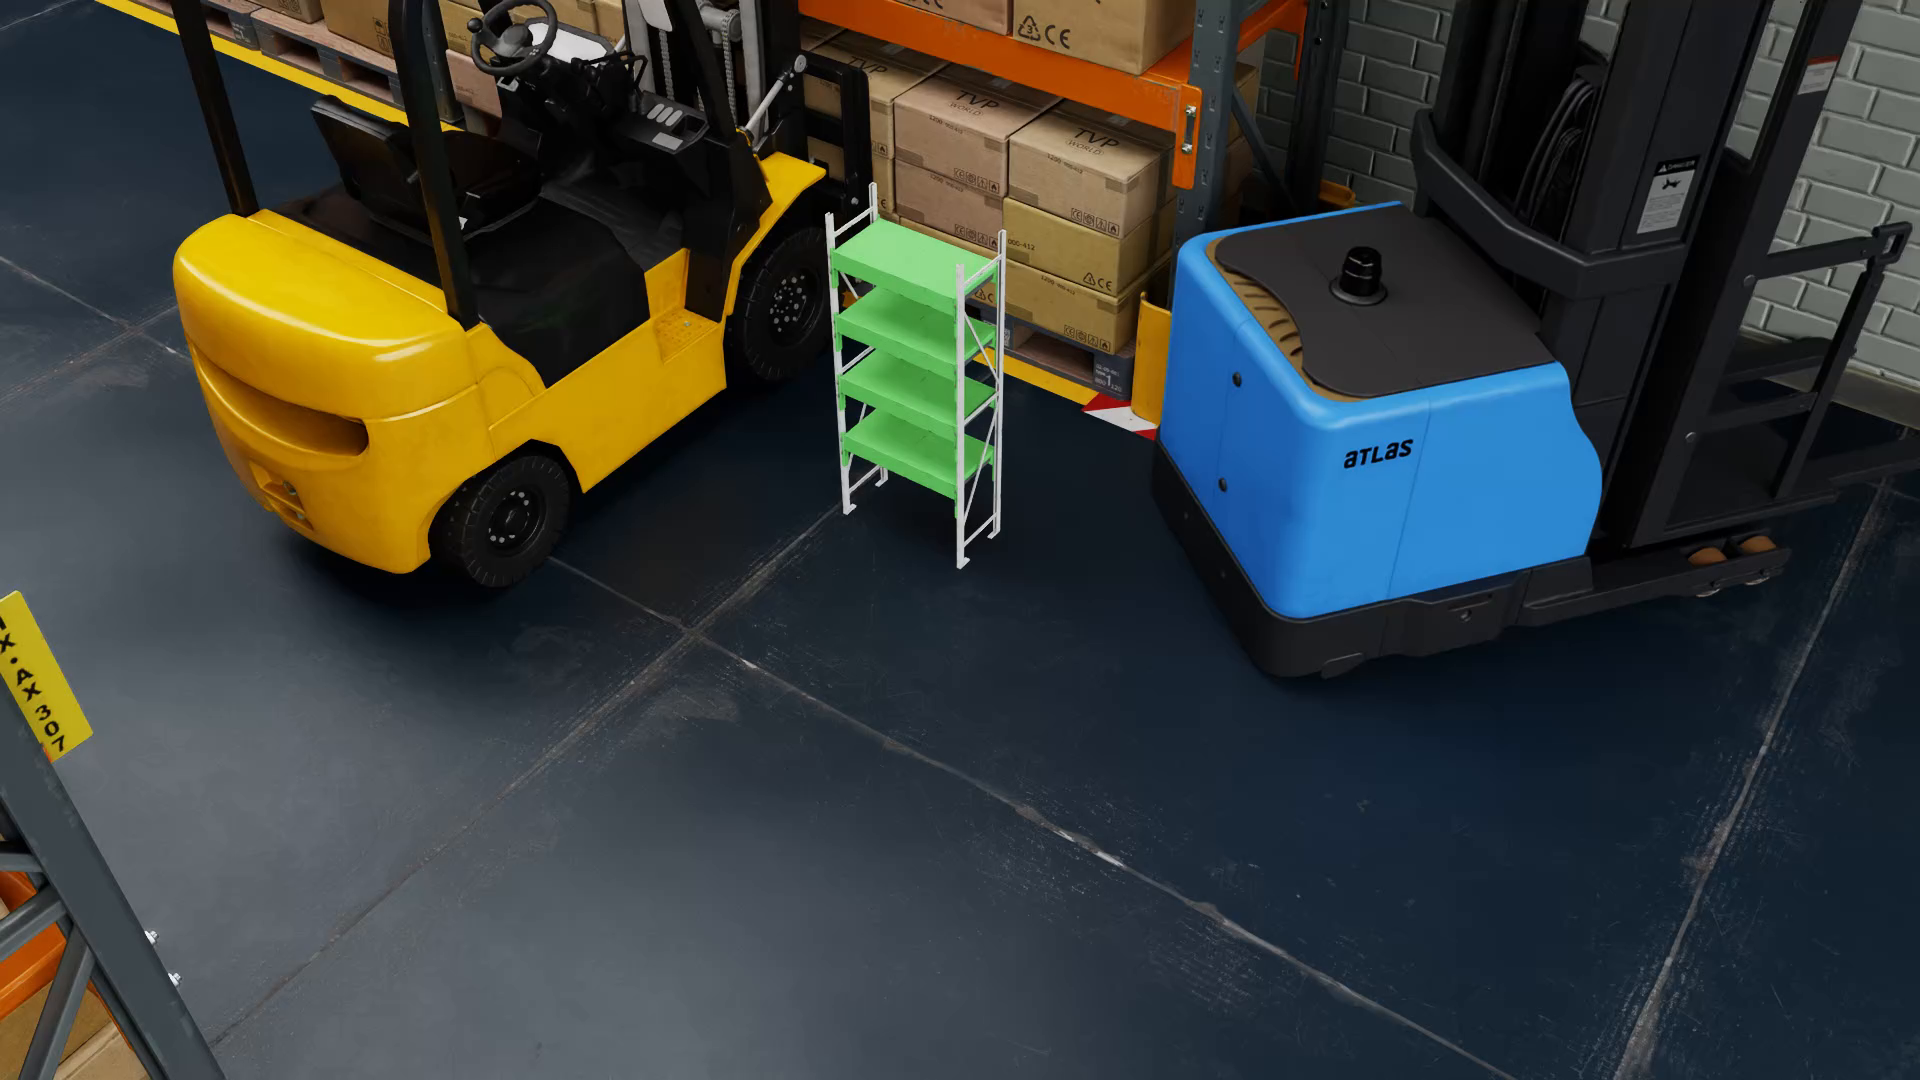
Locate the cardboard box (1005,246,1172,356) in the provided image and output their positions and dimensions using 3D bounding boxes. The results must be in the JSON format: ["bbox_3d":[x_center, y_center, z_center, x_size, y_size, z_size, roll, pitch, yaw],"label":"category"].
[{"bbox_3d":[0.512,-1.007,6.373,0.500,0.250,0.500,25,48,26],"label":"cardboard box"}]

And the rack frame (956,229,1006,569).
[{"bbox_3d":[0.064,-0.417,5.316,0.015,1.200,0.240,25,48,25],"label":"rack frame"}]

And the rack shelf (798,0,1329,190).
[{"bbox_3d":[-0.559,-2.366,6.684,4.000,0.370,1.077,25,48,25],"label":"rack shelf"}]

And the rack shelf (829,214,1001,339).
[{"bbox_3d":[-0.136,-0.821,5.143,0.480,0.148,0.258,25,48,25],"label":"rack shelf"}]

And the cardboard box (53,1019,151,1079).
[{"bbox_3d":[-2.270,1.252,3.849,0.500,0.250,0.500,25,47,25],"label":"cardboard box"}]

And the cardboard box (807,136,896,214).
[{"bbox_3d":[-0.339,-1.586,6.645,0.500,0.250,0.500,24,47,24],"label":"cardboard box"}]

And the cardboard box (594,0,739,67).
[{"bbox_3d":[-1.154,-2.162,6.914,0.500,0.250,0.500,27,48,27],"label":"cardboard box"}]

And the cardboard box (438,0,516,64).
[{"bbox_3d":[-1.978,-2.364,7.515,0.500,0.250,0.500,25,47,25],"label":"cardboard box"}]

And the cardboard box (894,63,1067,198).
[{"bbox_3d":[0.101,-1.571,6.253,0.500,0.250,0.500,26,48,26],"label":"cardboard box"}]

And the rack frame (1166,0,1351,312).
[{"bbox_3d":[1.079,-1.868,5.588,0.127,3.000,1.000,25,48,25],"label":"rack frame"}]

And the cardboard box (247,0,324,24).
[{"bbox_3d":[-3.261,-3.166,8.505,0.625,0.625,0.875,25,47,25],"label":"cardboard box"}]

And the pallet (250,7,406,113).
[{"bbox_3d":[-2.822,-2.621,8.521,1.213,0.211,1.003,25,48,25],"label":"pallet"}]

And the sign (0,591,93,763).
[{"bbox_3d":[-1.457,0.224,2.601,0.005,0.325,0.100,25,48,25],"label":"sign"}]

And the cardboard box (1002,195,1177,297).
[{"bbox_3d":[0.501,-1.202,6.216,0.500,0.250,0.500,24,47,25],"label":"cardboard box"}]

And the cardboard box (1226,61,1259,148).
[{"bbox_3d":[0.794,-1.660,6.353,0.500,0.250,0.500,24,47,25],"label":"cardboard box"}]

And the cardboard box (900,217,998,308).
[{"bbox_3d":[0.111,-1.203,6.592,0.500,0.250,0.500,25,48,25],"label":"cardboard box"}]

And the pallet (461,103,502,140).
[{"bbox_3d":[-1.569,-2.033,7.864,1.213,0.211,1.003,25,48,25],"label":"pallet"}]

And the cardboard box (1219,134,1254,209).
[{"bbox_3d":[0.813,-1.480,6.526,0.500,0.250,0.500,26,48,26],"label":"cardboard box"}]

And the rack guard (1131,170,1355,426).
[{"bbox_3d":[1.098,-0.927,6.411,0.348,0.500,1.175,25,48,25],"label":"rack guard"}]

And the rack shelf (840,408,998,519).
[{"bbox_3d":[-0.136,-0.284,5.623,0.480,0.148,0.258,25,48,25],"label":"rack shelf"}]

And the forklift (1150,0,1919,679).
[{"bbox_3d":[2.242,-1.229,4.925,3.031,2.935,1.130,-12,43,-13],"label":"forklift"}]

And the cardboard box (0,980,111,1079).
[{"bbox_3d":[-2.290,0.963,3.609,0.500,0.500,0.500,24,47,24],"label":"cardboard box"}]

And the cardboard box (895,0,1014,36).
[{"bbox_3d":[0.105,-2.154,5.833,0.500,0.500,0.500,27,48,27],"label":"cardboard box"}]

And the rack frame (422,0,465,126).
[{"bbox_3d":[-2.196,-3.400,7.300,0.127,3.000,1.000,25,48,25],"label":"rack frame"}]

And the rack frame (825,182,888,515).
[{"bbox_3d":[-0.335,-0.604,5.525,0.015,1.200,0.240,25,48,25],"label":"rack frame"}]

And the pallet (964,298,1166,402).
[{"bbox_3d":[0.428,-1.099,6.820,1.213,0.211,1.003,25,48,25],"label":"pallet"}]

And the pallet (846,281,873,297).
[{"bbox_3d":[-0.566,-1.566,7.342,1.213,0.211,1.003,25,48,25],"label":"pallet"}]

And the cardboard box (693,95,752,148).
[{"bbox_3d":[-0.746,-1.780,6.861,0.500,0.250,0.500,25,47,25],"label":"cardboard box"}]

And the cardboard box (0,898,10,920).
[{"bbox_3d":[-1.928,0.694,2.914,0.250,0.149,0.380,25,48,25],"label":"cardboard box"}]

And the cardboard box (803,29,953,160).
[{"bbox_3d":[-0.318,-1.759,6.463,0.500,0.250,0.500,26,48,26],"label":"cardboard box"}]

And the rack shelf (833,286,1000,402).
[{"bbox_3d":[-0.136,-0.642,5.303,0.480,0.148,0.258,25,48,25],"label":"rack shelf"}]

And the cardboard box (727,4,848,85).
[{"bbox_3d":[-0.728,-1.957,6.685,0.500,0.250,0.500,24,47,25],"label":"cardboard box"}]

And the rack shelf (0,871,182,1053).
[{"bbox_3d":[-3.406,0.346,3.654,4.000,0.370,1.077,25,48,25],"label":"rack shelf"}]

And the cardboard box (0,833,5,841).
[{"bbox_3d":[-1.997,0.362,2.797,0.500,0.500,0.500,24,47,25],"label":"cardboard box"}]

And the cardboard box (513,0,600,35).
[{"bbox_3d":[-1.568,-2.346,7.120,0.500,0.250,0.500,25,48,25],"label":"cardboard box"}]

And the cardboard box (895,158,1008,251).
[{"bbox_3d":[0.096,-1.400,6.437,0.500,0.250,0.500,25,47,25],"label":"cardboard box"}]

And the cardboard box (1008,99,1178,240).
[{"bbox_3d":[0.523,-1.379,6.038,0.500,0.250,0.500,27,48,27],"label":"cardboard box"}]

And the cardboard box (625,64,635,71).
[{"bbox_3d":[-1.159,-1.973,7.078,0.500,0.250,0.500,25,47,25],"label":"cardboard box"}]

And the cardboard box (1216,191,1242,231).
[{"bbox_3d":[0.789,-1.295,6.695,0.500,0.250,0.500,25,48,25],"label":"cardboard box"}]

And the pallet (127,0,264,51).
[{"bbox_3d":[-3.825,-3.088,9.043,1.213,0.211,1.003,25,48,25],"label":"pallet"}]

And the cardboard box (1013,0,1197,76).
[{"bbox_3d":[0.525,-1.950,5.605,0.500,0.500,0.500,24,47,24],"label":"cardboard box"}]

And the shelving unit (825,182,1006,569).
[{"bbox_3d":[-0.136,-0.511,5.421,0.503,1.200,0.258,25,48,25],"label":"shelving unit"}]

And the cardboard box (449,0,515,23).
[{"bbox_3d":[-1.980,-2.547,7.345,0.500,0.250,0.500,24,47,25],"label":"cardboard box"}]

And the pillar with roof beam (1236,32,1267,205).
[{"bbox_3d":[-1.446,-2.512,1.809,0.400,9.000,9.100,25,48,25],"label":"pillar with roof beam"}]

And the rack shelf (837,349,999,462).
[{"bbox_3d":[-0.136,-0.463,5.463,0.480,0.148,0.258,25,48,25],"label":"rack shelf"}]

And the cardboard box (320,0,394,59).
[{"bbox_3d":[-2.630,-2.865,8.168,0.625,0.625,0.875,27,48,27],"label":"cardboard box"}]

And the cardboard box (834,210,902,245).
[{"bbox_3d":[-0.294,-1.399,6.811,0.500,0.250,0.500,26,48,26],"label":"cardboard box"}]

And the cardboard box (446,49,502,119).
[{"bbox_3d":[-1.990,-2.165,7.668,0.500,0.250,0.500,26,48,26],"label":"cardboard box"}]

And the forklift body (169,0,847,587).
[{"bbox_3d":[-1.521,-1.282,5.570,1.214,2.155,2.313,25,48,25],"label":"forklift body"}]
